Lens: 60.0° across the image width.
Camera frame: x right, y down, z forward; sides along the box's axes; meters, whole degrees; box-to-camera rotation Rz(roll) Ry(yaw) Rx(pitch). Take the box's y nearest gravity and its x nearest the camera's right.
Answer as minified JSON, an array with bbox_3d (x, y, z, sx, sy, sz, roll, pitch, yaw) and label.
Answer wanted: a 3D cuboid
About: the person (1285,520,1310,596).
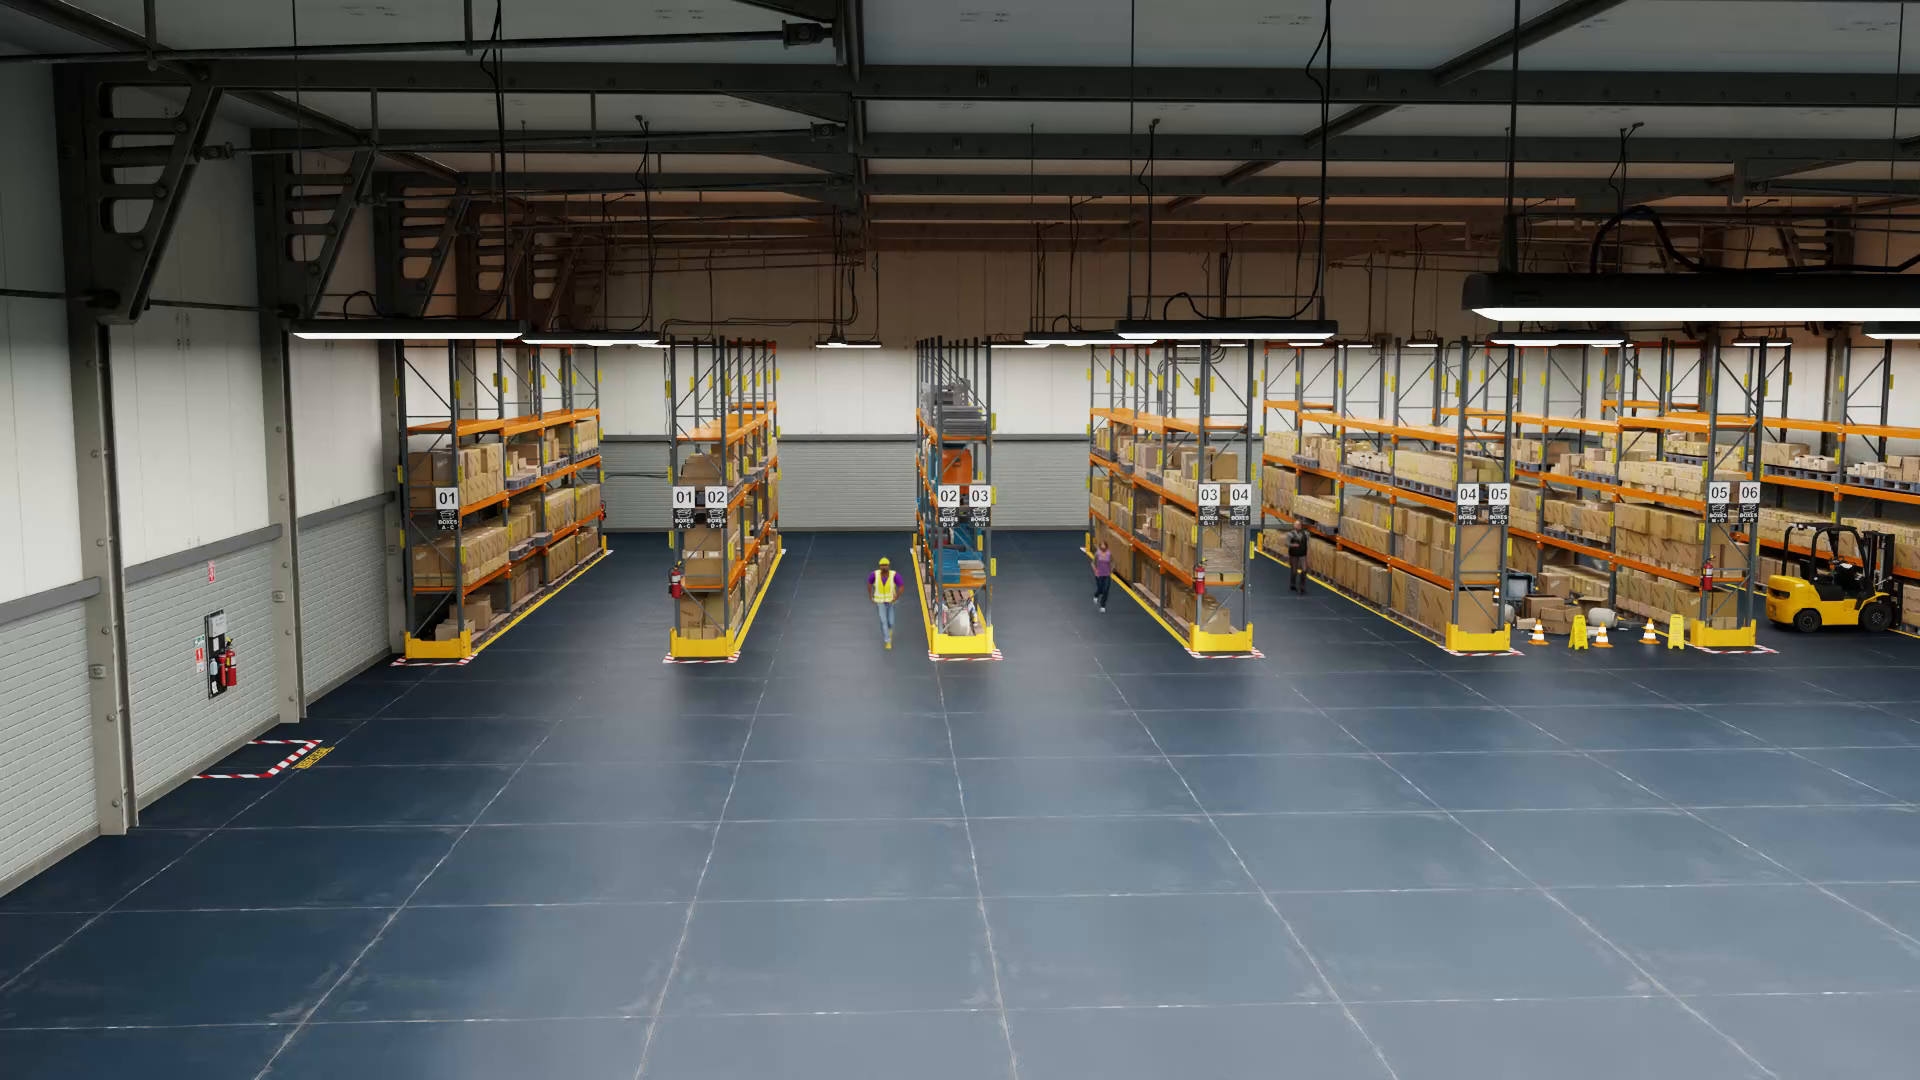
[{"bbox_3d":[7.950,0.424,39.238,0.608,1.784,0.777,0,6,-1],"label":"person"}]

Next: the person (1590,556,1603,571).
[{"bbox_3d":[16.107,0.175,41.749,0.537,1.624,0.558,0,6,1],"label":"person"}]

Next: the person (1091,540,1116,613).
[{"bbox_3d":[3.142,0.786,36.370,0.533,1.573,0.591,0,6,-2],"label":"person"}]

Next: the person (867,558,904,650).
[{"bbox_3d":[-1.442,1.202,32.306,0.723,1.748,0.913,0,6,0],"label":"person"}]
